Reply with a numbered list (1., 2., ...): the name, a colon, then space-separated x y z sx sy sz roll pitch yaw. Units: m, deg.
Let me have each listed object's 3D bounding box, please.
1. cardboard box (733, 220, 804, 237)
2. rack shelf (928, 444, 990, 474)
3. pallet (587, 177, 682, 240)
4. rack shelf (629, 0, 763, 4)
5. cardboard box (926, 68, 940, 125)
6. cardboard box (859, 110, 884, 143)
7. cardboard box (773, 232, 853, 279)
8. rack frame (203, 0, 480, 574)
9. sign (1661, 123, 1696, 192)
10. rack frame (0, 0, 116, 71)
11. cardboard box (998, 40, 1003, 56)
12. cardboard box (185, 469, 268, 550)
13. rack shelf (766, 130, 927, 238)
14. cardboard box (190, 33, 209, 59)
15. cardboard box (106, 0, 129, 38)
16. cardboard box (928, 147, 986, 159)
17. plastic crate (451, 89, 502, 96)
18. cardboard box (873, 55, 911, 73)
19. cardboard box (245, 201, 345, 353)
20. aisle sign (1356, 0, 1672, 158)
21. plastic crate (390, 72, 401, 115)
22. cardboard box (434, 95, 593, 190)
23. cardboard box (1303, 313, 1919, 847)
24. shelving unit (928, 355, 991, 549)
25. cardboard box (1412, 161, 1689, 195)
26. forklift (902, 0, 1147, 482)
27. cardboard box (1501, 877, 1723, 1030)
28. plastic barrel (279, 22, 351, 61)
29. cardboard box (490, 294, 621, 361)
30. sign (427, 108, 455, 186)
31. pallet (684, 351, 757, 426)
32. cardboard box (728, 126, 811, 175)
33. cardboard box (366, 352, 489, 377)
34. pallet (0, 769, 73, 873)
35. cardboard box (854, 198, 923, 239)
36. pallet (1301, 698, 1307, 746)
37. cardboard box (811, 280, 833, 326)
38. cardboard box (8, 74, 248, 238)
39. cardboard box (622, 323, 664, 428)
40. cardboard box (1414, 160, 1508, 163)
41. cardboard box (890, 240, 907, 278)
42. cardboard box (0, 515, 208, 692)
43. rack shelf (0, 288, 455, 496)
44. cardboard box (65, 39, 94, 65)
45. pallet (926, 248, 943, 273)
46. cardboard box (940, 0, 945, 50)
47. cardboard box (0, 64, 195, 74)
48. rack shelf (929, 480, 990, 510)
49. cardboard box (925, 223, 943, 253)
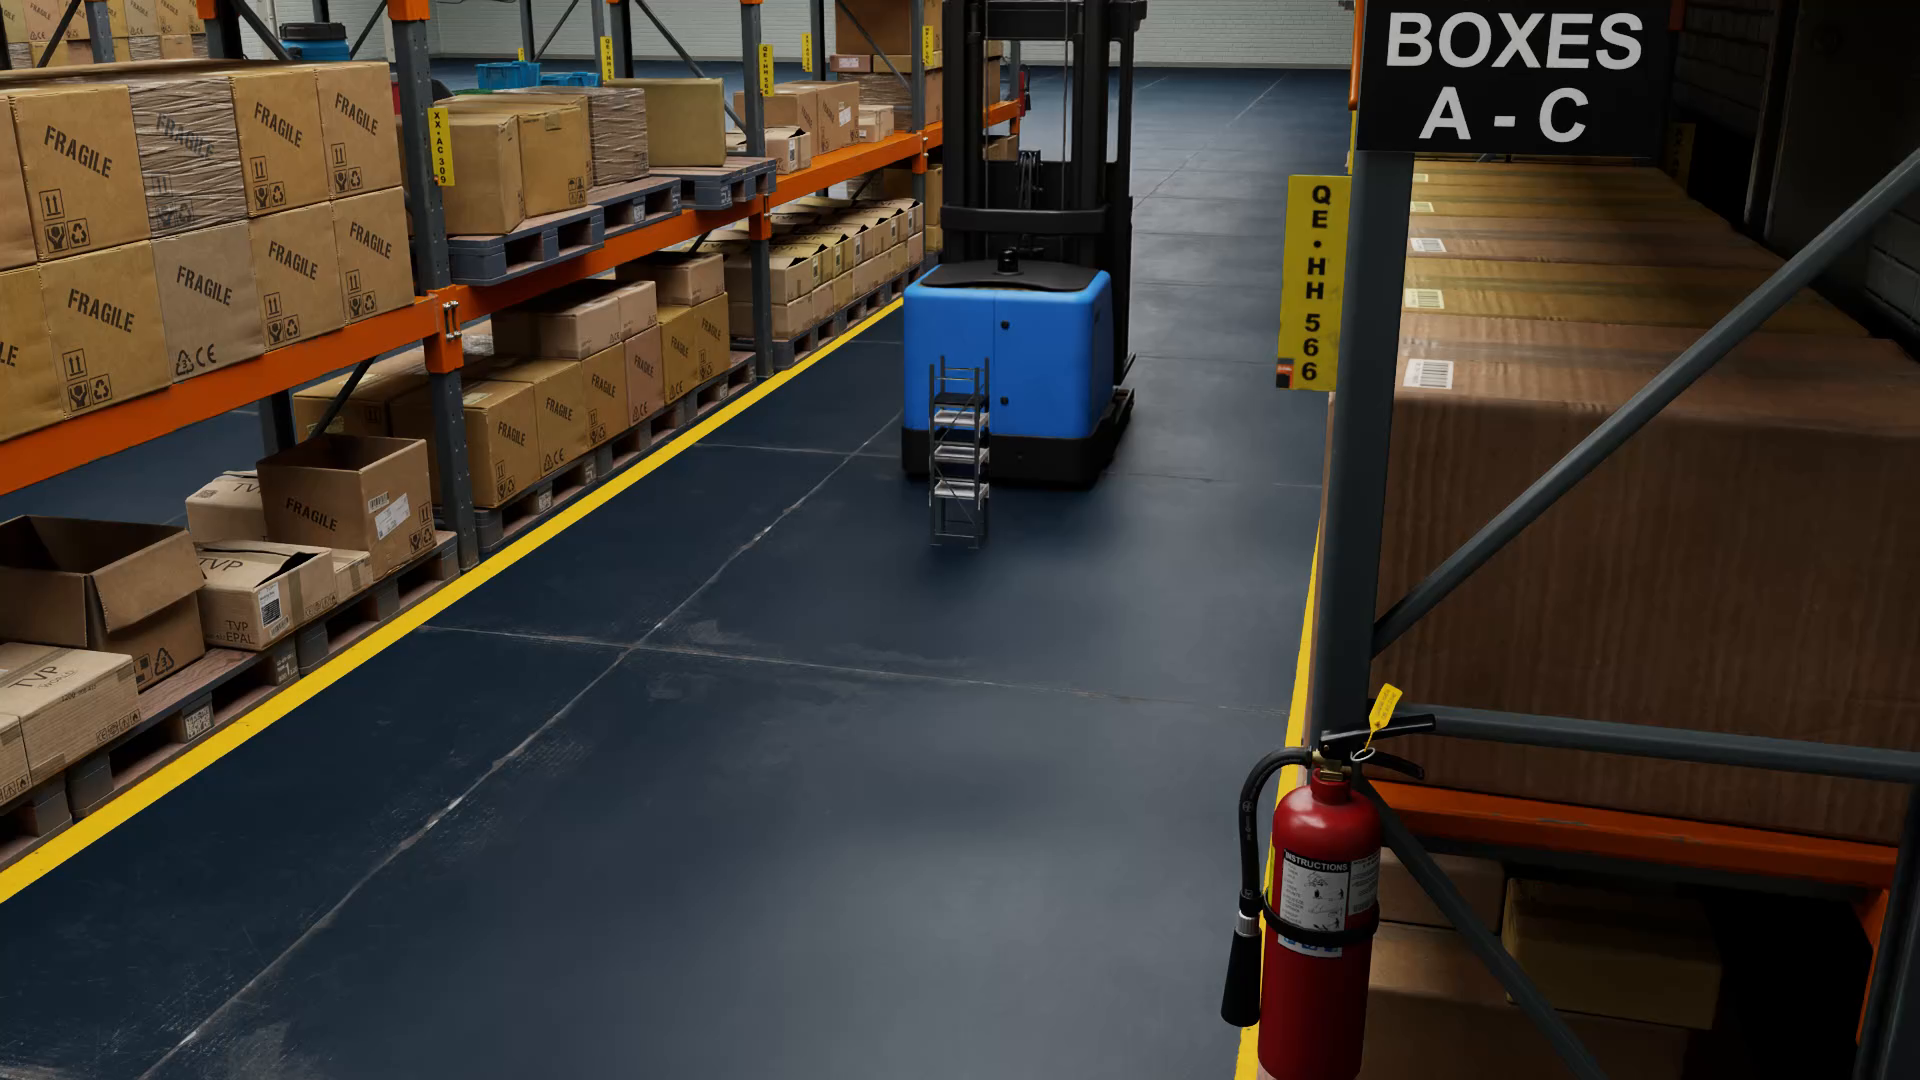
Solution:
1. cardboard box: -1.528 -2.401 13.313 0.500 0.311 0.500 5 20 15
2. rack shelf: -0.002 -0.392 8.045 0.258 0.077 0.200 5 19 13
3. pallet: -2.259 -1.876 9.335 1.003 0.211 1.213 5 19 13
4. rack shelf: -1.300 -4.282 12.556 1.077 0.370 4.000 5 19 13
5. cardboard box: -0.586 -4.183 15.638 0.700 0.500 0.500 4 19 13
6. cardboard box: -0.848 -3.476 13.933 0.396 0.266 0.258 4 19 12
7. cardboard box: -1.128 -2.205 12.740 0.500 0.311 0.500 4 19 12
8. rack frame: -2.765 -1.323 7.419 1.000 3.000 0.127 5 19 13
9. sign: 2.578 -1.336 5.997 0.100 0.325 0.005 5 19 13
10. rack frame: -6.591 -2.969 12.238 1.000 3.000 0.127 5 19 13
11. cardboard box: 0.258 -5.303 17.915 0.380 0.149 0.250 4 19 12
12. cardboard box: -3.078 -0.144 7.447 0.500 0.311 0.500 5 19 13
13. rack shelf: -1.300 -2.863 13.041 1.077 0.370 4.000 5 19 13
14. cardboard box: -9.600 -5.885 20.162 0.875 0.500 0.500 5 19 13
15. cardboard box: -9.705 -5.867 18.562 0.500 0.500 0.500 5 19 13
16. cardboard box: -0.030 -3.673 16.746 0.500 0.500 0.500 5 19 13
17. plastic crate: -5.008 -4.525 17.123 0.450 0.188 0.662 5 19 13
18. cardboard box: -0.557 -4.253 14.841 0.380 0.149 0.250 5 19 13
19. cardboard box: -2.763 -1.031 6.411 0.500 0.500 0.500 5 20 15
20. aisle sign: 0.753 -0.910 2.190 0.394 0.787 0.004 5 19 13
21. plastic crate: -5.435 -4.077 15.383 0.402 0.464 0.583 5 19 13
22. cardboard box: -2.394 -2.127 8.970 0.700 0.500 0.500 0 19 -1
23. cardboard box: 1.177 0.019 3.028 0.980 0.700 0.700 6 20 16
24. shelving unit: -0.002 -0.423 8.035 0.258 0.900 0.210 5 19 13
25. cardboard box: 1.891 -0.906 5.735 0.980 0.700 0.700 5 19 14
26. forklift: 0.490 -2.134 9.901 1.130 2.935 3.031 4 19 11
27. cardboard box: 1.299 0.826 3.342 0.380 0.149 0.250 5 19 14
28. plastic barrel: -6.001 -4.362 15.543 0.600 0.901 0.708 5 19 13
29. cardboard box: -2.167 -1.149 8.936 0.500 0.250 0.500 5 19 13
30. sign: -2.237 -1.692 7.161 0.100 0.325 0.005 5 19 13
31. pallet: -2.007 -1.026 10.864 1.003 0.211 1.213 5 19 13
32. cardboard box: -1.382 -2.799 11.880 0.500 0.311 0.500 4 19 13
33. cardboard box: -2.794 -0.679 8.723 0.500 0.500 0.500 5 19 14
34. pallet: -3.530 0.977 5.001 1.003 0.211 1.213 5 19 13
35. cardboard box: -0.632 -2.843 14.608 0.500 0.311 0.500 5 19 13
36. pallet: 1.777 0.619 6.048 1.003 0.211 1.213 5 19 13
37. cardboard box: -1.253 -1.772 12.340 0.500 0.250 0.500 4 19 12
38. cardboard box: -2.884 -1.345 5.784 0.500 0.500 0.500 5 19 14
39. cardboard box: -2.038 -0.963 9.552 0.500 0.500 0.500 4 19 11
40. cardboard box: 1.907 -1.295 6.691 0.500 0.500 0.500 4 19 13
41. cardboard box: -0.756 -2.416 14.225 0.500 0.250 0.500 4 19 13
42. cardboard box: -3.220 0.240 6.026 0.797 0.503 0.637 5 19 13
43. rack shelf: -3.254 -0.355 5.700 1.077 0.370 4.000 5 19 13
44. cardboard box: -10.065 -5.256 18.321 0.875 0.500 0.500 5 19 13
45. pallet: -0.576 -2.756 15.931 1.003 0.211 1.213 5 19 13
46. cardboard box: -0.463 -4.946 15.866 0.700 0.500 0.500 5 19 13
47. cardboard box: -3.279 -1.556 6.400 0.500 0.500 0.500 4 19 12
48. rack shelf: -0.002 -0.221 8.104 0.258 0.077 0.200 5 19 13
49. cardboard box: -0.404 -2.849 15.492 0.500 0.250 0.500 5 19 13
